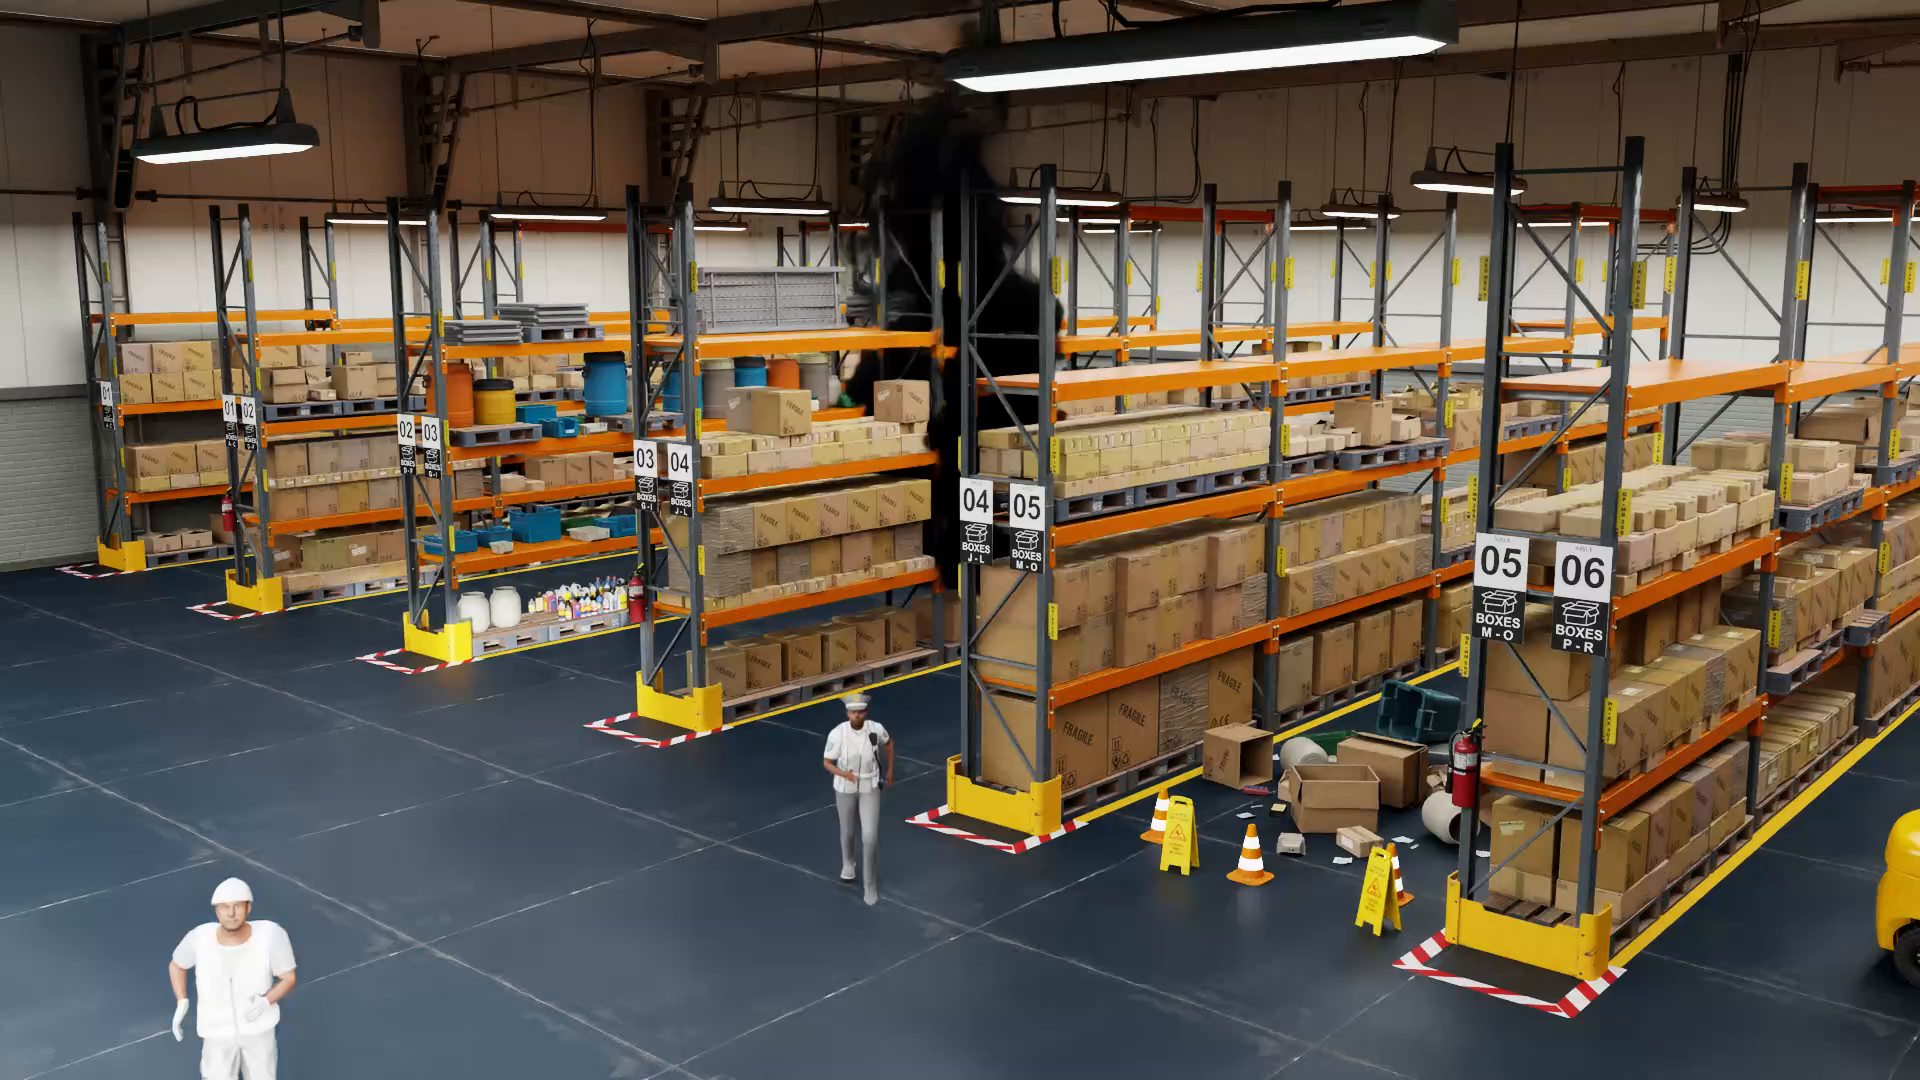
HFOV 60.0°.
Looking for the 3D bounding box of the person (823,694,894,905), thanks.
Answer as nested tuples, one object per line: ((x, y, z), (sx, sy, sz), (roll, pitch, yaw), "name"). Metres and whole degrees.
((-0.830, 2.097, 13.684), (0.589, 1.772, 0.763), (-1, 10, -6), "person")

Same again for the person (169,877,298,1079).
((-4.055, 2.762, 9.330), (0.664, 1.747, 0.662), (-4, 10, -23), "person")

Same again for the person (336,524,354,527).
((-10.310, -0.285, 27.985), (0.614, 1.647, 0.560), (7, 12, 36), "person")
